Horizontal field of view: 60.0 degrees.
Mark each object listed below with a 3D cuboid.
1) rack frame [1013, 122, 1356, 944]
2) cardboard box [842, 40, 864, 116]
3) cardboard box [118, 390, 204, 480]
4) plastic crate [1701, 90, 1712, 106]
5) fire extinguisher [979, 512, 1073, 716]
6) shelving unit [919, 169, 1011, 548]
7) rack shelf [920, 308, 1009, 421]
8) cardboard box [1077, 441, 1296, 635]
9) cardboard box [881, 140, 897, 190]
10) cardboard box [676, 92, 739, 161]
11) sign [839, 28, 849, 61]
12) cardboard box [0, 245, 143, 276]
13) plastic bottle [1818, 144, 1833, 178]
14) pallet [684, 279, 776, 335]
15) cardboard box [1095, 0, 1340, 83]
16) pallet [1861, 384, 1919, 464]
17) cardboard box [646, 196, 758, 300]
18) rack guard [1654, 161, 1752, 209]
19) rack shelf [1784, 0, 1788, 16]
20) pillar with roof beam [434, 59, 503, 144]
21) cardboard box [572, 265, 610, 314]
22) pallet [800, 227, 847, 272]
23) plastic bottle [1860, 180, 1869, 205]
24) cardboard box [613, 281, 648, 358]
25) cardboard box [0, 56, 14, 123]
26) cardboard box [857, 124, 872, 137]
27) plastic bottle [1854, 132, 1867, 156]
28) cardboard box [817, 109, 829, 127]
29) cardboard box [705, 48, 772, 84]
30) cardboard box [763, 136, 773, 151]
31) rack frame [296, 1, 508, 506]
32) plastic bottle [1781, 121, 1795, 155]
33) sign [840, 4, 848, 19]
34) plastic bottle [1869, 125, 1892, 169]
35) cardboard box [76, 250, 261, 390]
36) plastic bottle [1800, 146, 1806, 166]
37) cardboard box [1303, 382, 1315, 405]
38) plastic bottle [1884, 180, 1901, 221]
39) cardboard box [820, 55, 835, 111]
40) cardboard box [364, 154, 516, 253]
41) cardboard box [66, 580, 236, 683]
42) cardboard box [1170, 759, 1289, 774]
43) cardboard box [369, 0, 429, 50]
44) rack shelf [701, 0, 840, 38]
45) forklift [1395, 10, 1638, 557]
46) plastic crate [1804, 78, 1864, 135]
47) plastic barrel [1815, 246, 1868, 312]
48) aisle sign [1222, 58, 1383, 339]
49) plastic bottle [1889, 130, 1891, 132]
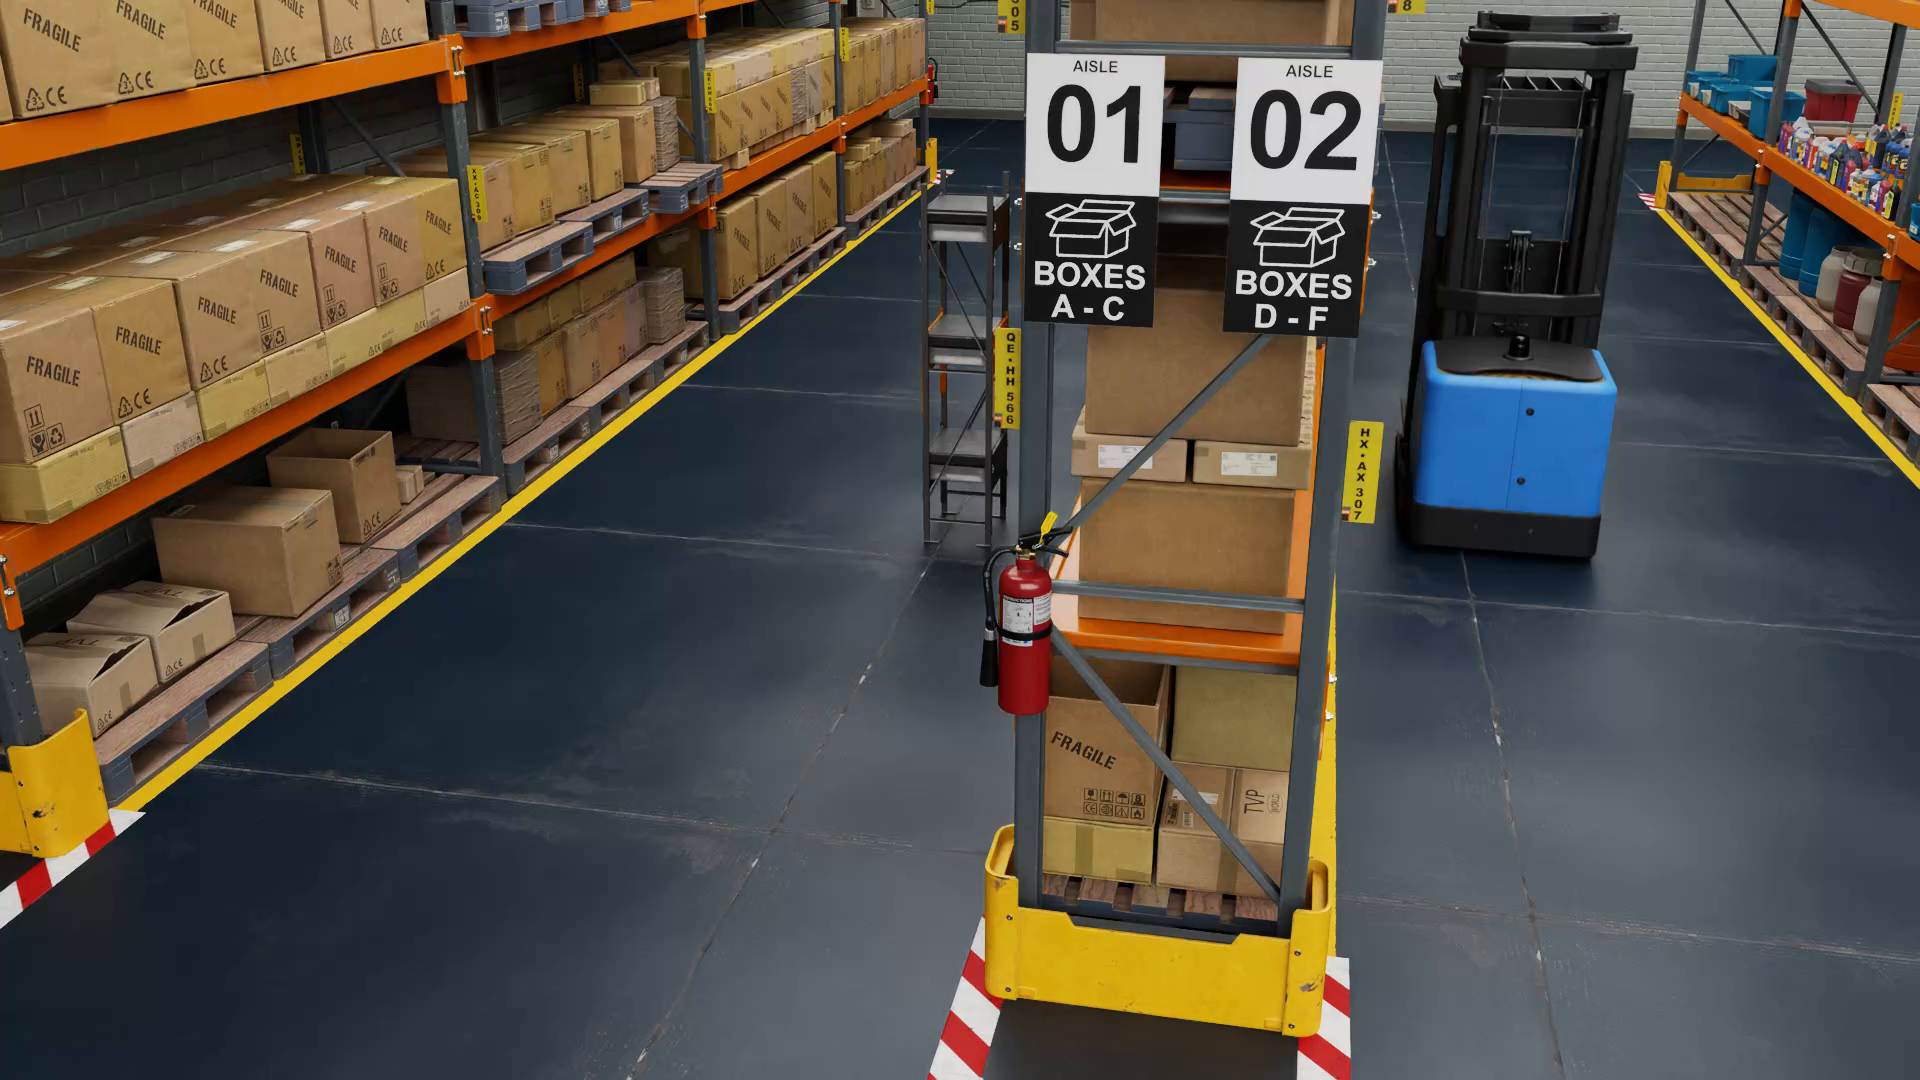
[{"bbox_3d":[0.688,0.187,5.373,1.000,3.000,0.127,4,22,11],"label":"rack frame"},{"bbox_3d":[-1.587,-4.914,17.638,0.980,0.700,0.700,5,22,12],"label":"cardboard box"},{"bbox_3d":[-3.660,-0.474,7.189,0.500,0.250,0.500,4,22,9],"label":"cardboard box"},{"bbox_3d":[8.143,-4.766,17.946,0.250,0.136,0.298,4,22,11],"label":"plastic crate"},{"bbox_3d":[0.209,0.231,5.368,0.296,0.674,0.183,4,22,11],"label":"fire extinguisher"},{"bbox_3d":[0.034,-1.035,9.612,0.431,2.100,0.503,4,22,11],"label":"shelving unit"},{"bbox_3d":[0.034,-1.022,9.617,0.431,0.518,0.480,4,22,11],"label":"rack shelf"},{"bbox_3d":[0.796,-0.029,5.776,0.700,0.500,0.500,4,22,11],"label":"cardboard box"},{"bbox_3d":[-1.147,-4.445,19.659,0.700,0.500,0.500,4,22,9],"label":"cardboard box"},{"bbox_3d":[-2.180,-3.466,13.886,0.500,0.500,0.500,5,22,13],"label":"cardboard box"},{"bbox_3d":[-1.181,-5.040,16.909,0.100,0.325,0.005,4,22,11],"label":"sign"},{"bbox_3d":[-4.061,-1.038,7.585,0.500,0.500,0.500,4,22,9],"label":"cardboard box"},{"bbox_3d":[7.231,-3.159,13.853,0.097,0.271,0.097,0,22,0],"label":"plastic bottle"},{"bbox_3d":[-2.295,-2.104,14.794,1.003,0.211,1.213,4,22,11],"label":"pallet"},{"bbox_3d":[0.809,-1.721,5.210,0.797,0.503,0.637,6,23,15],"label":"cardboard box"},{"bbox_3d":[6.972,-0.785,11.521,1.003,0.211,1.213,4,22,11],"label":"pallet"},{"bbox_3d":[-2.252,-2.571,14.538,0.750,0.750,0.750,4,22,10],"label":"cardboard box"},{"bbox_3d":[8.793,-4.135,19.452,1.175,0.500,0.348,4,22,11],"label":"rack guard"},{"bbox_3d":[8.393,-5.611,16.719,1.077,0.370,4.000,4,22,11],"label":"rack shelf"},{"bbox_3d":[0.572,-5.160,10.619,9.100,9.000,0.400,4,22,11],"label":"pillar with roof beam"},{"bbox_3d":[-2.904,-1.848,12.179,0.500,0.250,0.500,4,22,11],"label":"cardboard box"},{"bbox_3d":[-1.798,-2.996,17.010,1.003,0.211,1.213,4,22,11],"label":"pallet"},{"bbox_3d":[6.982,-2.680,12.758,0.097,0.201,0.097,0,22,0],"label":"plastic bottle"},{"bbox_3d":[-2.845,-1.712,12.847,0.700,0.500,0.500,4,22,11],"label":"cardboard box"},{"bbox_3d":[-3.849,-1.739,5.981,0.500,0.500,0.500,5,22,12],"label":"cardboard box"},{"bbox_3d":[-1.267,-4.897,19.913,0.380,0.149,0.250,5,22,11],"label":"cardboard box"},{"bbox_3d":[8.095,-3.564,14.954,0.097,0.201,0.097,0,22,0],"label":"plastic bottle"},{"bbox_3d":[-1.534,-4.231,16.653,0.380,0.149,0.250,5,22,12],"label":"cardboard box"},{"bbox_3d":[-1.978,-4.182,14.660,0.500,0.250,0.500,5,22,11],"label":"cardboard box"},{"bbox_3d":[-1.934,-3.672,15.265,0.380,0.149,0.250,5,22,11],"label":"cardboard box"},{"bbox_3d":[-3.346,-1.652,9.939,1.000,3.000,0.127,4,22,11],"label":"rack frame"},{"bbox_3d":[7.465,-3.618,14.977,0.061,0.283,0.133,4,22,11],"label":"plastic bottle"},{"bbox_3d":[-1.440,-6.523,20.770,0.100,0.325,0.005,4,22,11],"label":"sign"},{"bbox_3d":[7.939,-3.382,14.301,0.144,0.351,0.185,4,22,11],"label":"plastic bottle"},{"bbox_3d":[-3.549,-0.996,7.483,0.500,0.500,0.500,4,22,9],"label":"cardboard box"},{"bbox_3d":[7.352,-3.344,14.409,0.097,0.201,0.097,0,22,0],"label":"plastic bottle"},{"bbox_3d":[1.082,-0.475,6.015,0.380,0.149,0.250,5,22,11],"label":"cardboard box"},{"bbox_3d":[6.833,-2.486,12.166,0.061,0.283,0.133,4,22,11],"label":"plastic bottle"},{"bbox_3d":[-1.561,-4.583,16.659,0.500,0.500,0.500,4,22,10],"label":"cardboard box"},{"bbox_3d":[-3.209,-2.086,10.294,0.700,0.500,0.500,5,22,11],"label":"cardboard box"},{"bbox_3d":[-3.817,0.400,7.856,0.500,0.311,0.500,6,23,15],"label":"cardboard box"},{"bbox_3d":[1.113,0.906,6.708,0.500,0.250,0.500,4,22,11],"label":"cardboard box"},{"bbox_3d":[-3.208,-2.894,8.849,0.500,0.500,0.500,5,22,12],"label":"cardboard box"},{"bbox_3d":[-2.122,-4.904,14.962,1.077,0.370,4.000,4,22,11],"label":"rack shelf"},{"bbox_3d":[3.427,-1.781,10.354,1.130,2.935,3.031,5,22,12],"label":"forklift"},{"bbox_3d":[8.412,-4.187,16.069,0.402,0.464,0.583,4,22,11],"label":"plastic crate"},{"bbox_3d":[7.510,-2.207,14.086,0.421,0.512,0.421,0,22,0],"label":"plastic barrel"},{"bbox_3d":[0.974,-0.971,4.770,0.394,0.787,0.004,4,22,11],"label":"aisle sign"},{"bbox_3d":[8.146,-3.462,14.601,0.152,0.276,0.135,4,22,11],"label":"plastic bottle"}]
